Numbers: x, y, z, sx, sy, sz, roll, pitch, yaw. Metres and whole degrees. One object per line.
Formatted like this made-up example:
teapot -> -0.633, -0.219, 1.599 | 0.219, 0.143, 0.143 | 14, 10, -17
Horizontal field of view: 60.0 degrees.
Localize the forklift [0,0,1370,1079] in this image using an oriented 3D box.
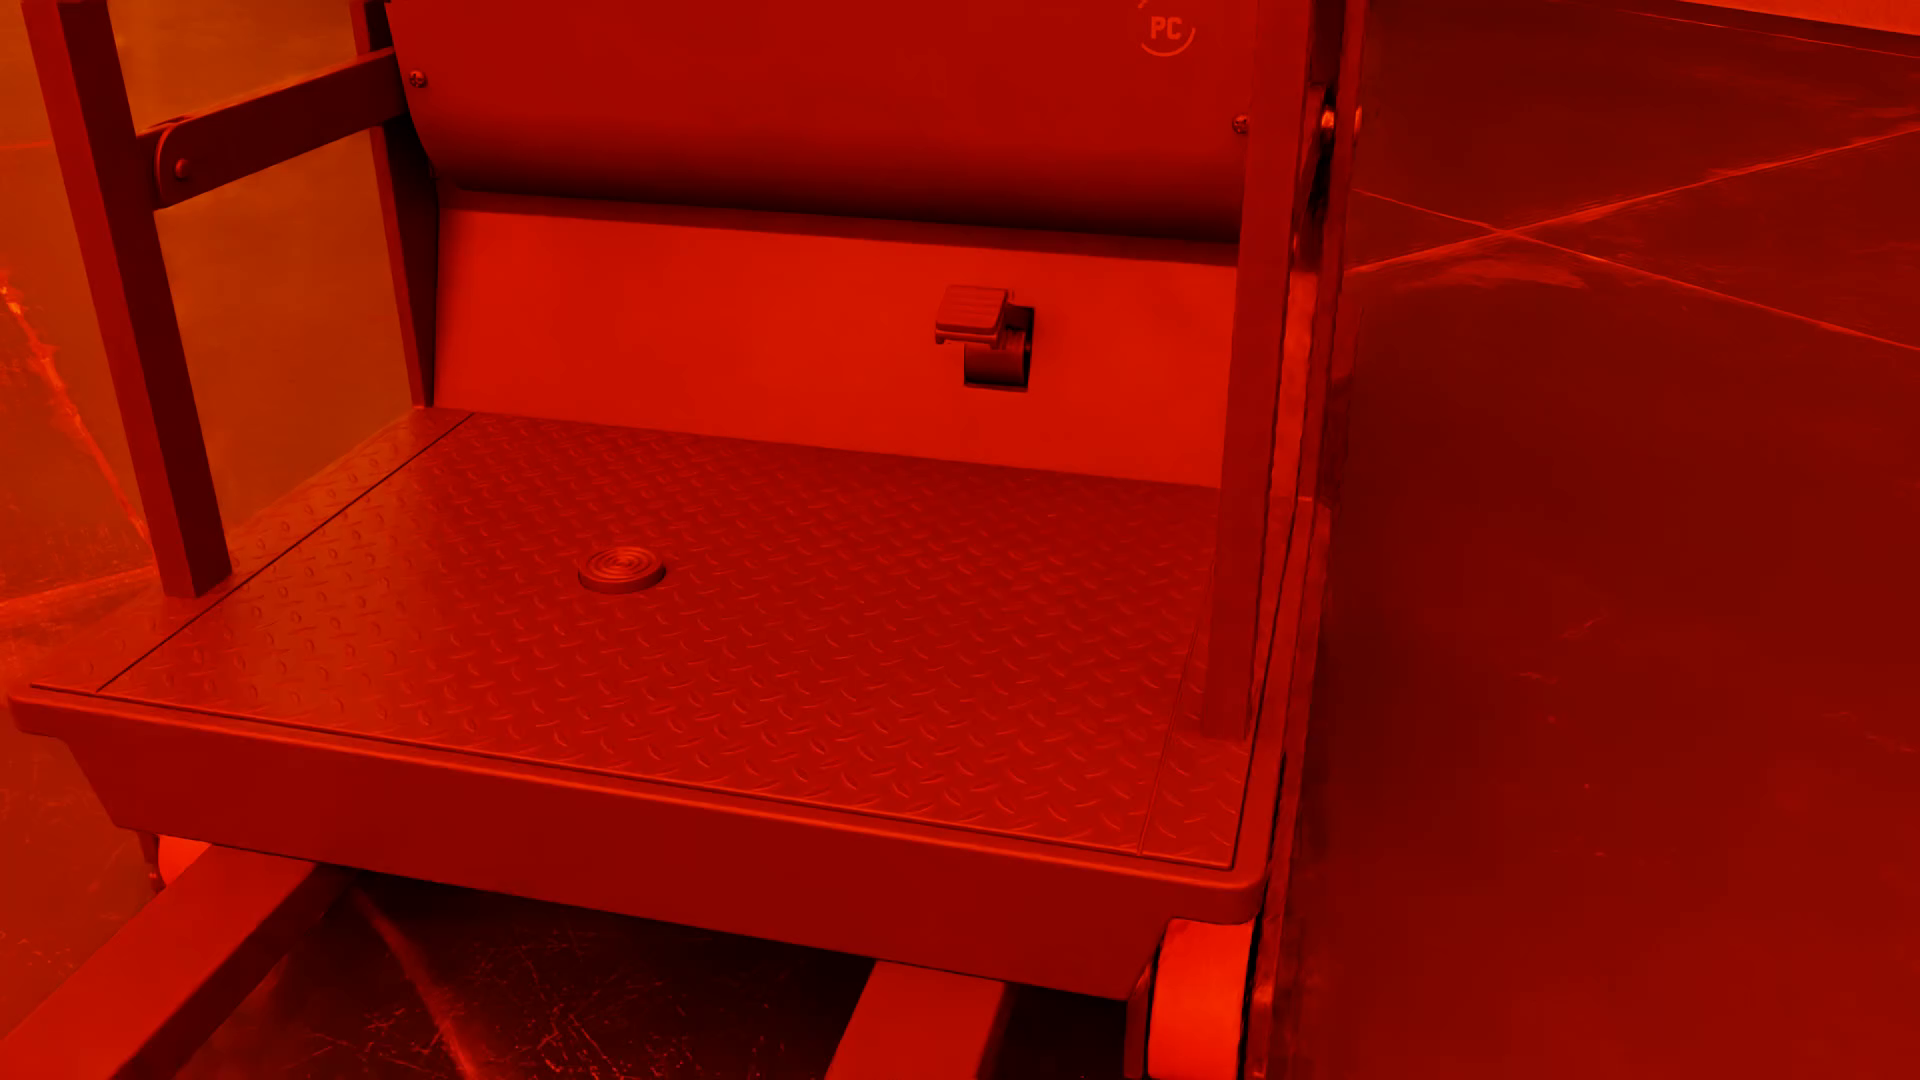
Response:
forklift -> -0.192, -1.004, 1.233 | 1.130, 2.935, 3.031 | 7, 27, 13
